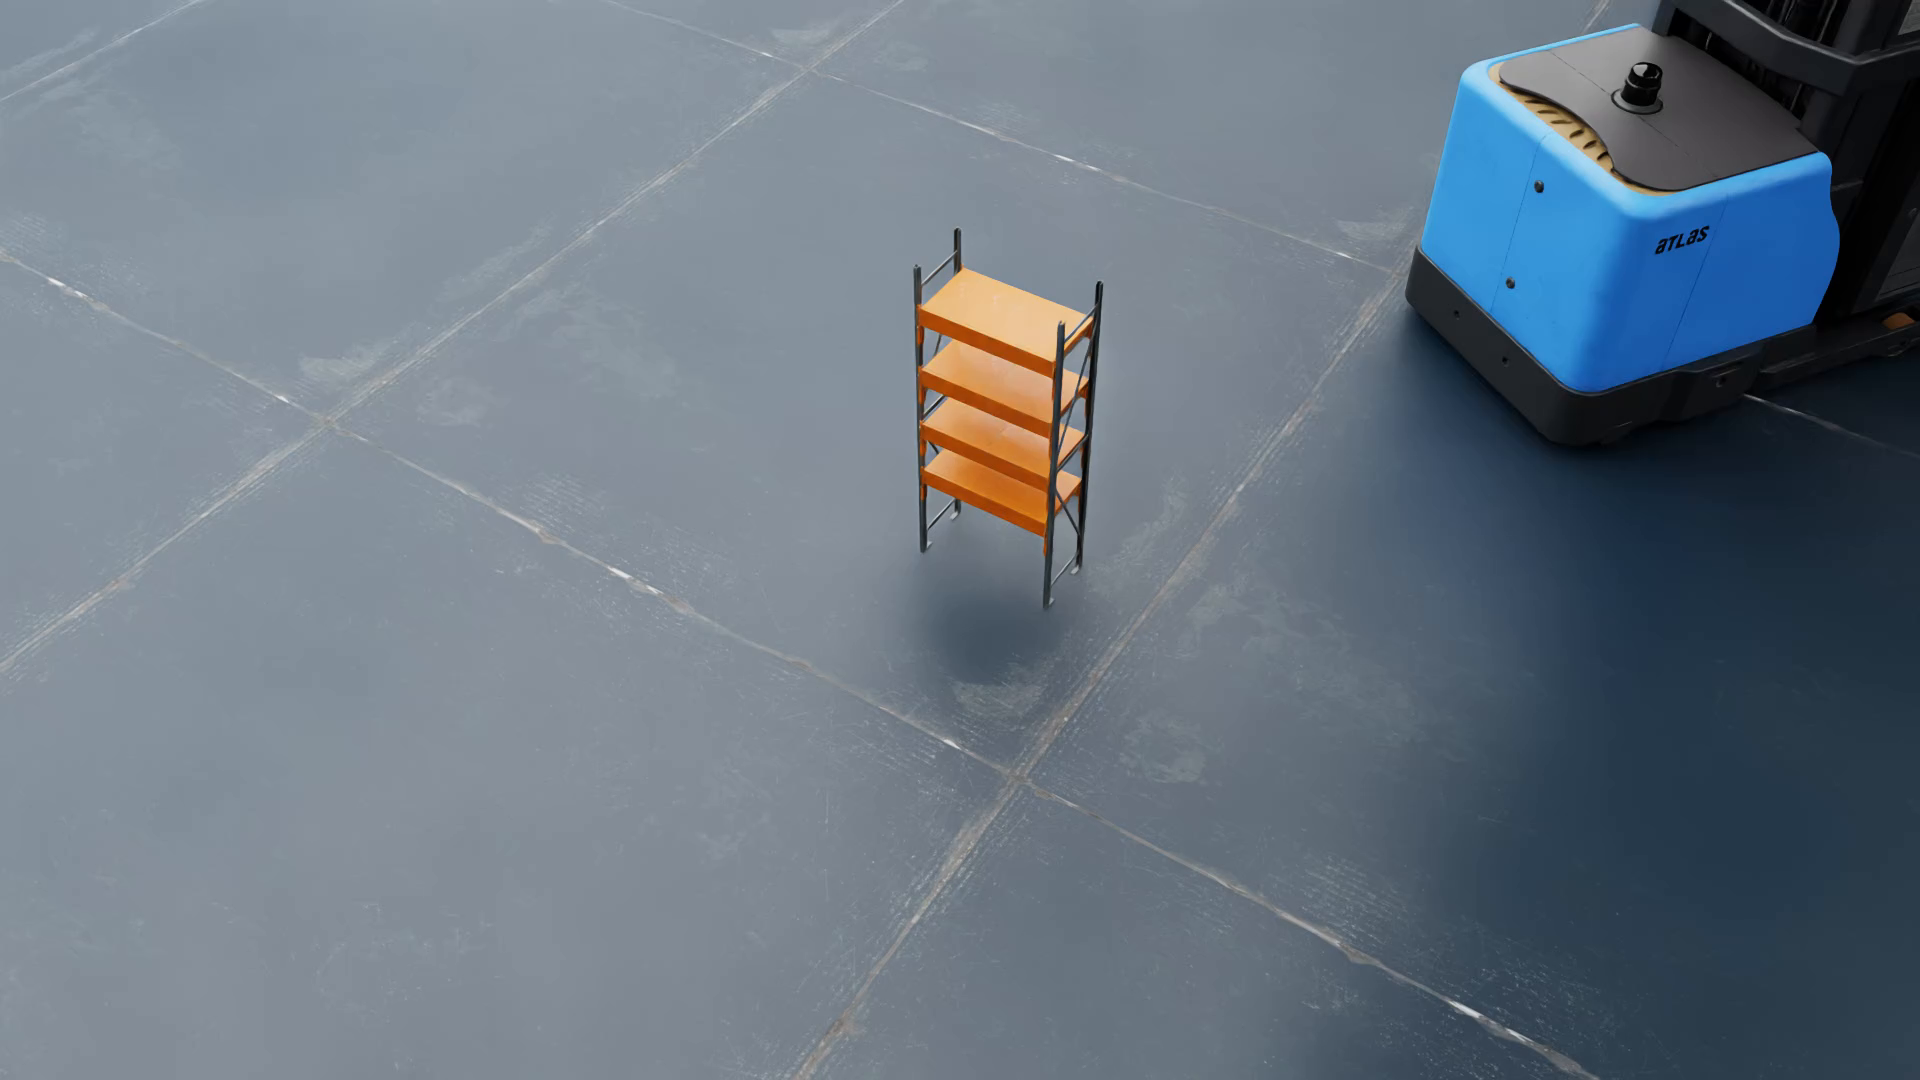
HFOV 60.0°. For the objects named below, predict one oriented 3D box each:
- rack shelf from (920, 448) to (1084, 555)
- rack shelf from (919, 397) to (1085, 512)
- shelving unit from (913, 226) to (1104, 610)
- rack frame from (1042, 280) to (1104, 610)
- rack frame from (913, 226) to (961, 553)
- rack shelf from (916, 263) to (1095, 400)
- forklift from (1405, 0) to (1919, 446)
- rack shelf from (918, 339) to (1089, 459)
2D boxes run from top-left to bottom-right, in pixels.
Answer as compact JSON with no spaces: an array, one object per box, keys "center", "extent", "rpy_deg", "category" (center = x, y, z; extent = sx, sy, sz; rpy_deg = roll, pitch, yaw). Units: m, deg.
[{"center":[0.139,-0.169,5.448],"extent":[0.480,0.148,0.258],"rpy_deg":[25,51,22],"category":"rack shelf"},{"center":[0.139,-0.307,5.306],"extent":[0.480,0.148,0.258],"rpy_deg":[25,51,22],"category":"rack shelf"},{"center":[0.139,-0.354,5.257],"extent":[0.503,1.200,0.258],"rpy_deg":[25,51,22],"category":"shelving unit"},{"center":[0.345,-0.260,5.166],"extent":[0.015,1.200,0.240],"rpy_deg":[25,51,22],"category":"rack frame"},{"center":[-0.066,-0.449,5.349],"extent":[0.015,1.200,0.240],"rpy_deg":[25,51,22],"category":"rack frame"},{"center":[0.139,-0.628,4.976],"extent":[0.480,0.148,0.258],"rpy_deg":[25,51,22],"category":"rack shelf"},{"center":[3.327,-2.063,5.711],"extent":[3.031,2.935,1.130],"rpy_deg":[-17,48,-16],"category":"forklift"},{"center":[0.139,-0.463,5.145],"extent":[0.480,0.148,0.258],"rpy_deg":[25,51,22],"category":"rack shelf"}]
